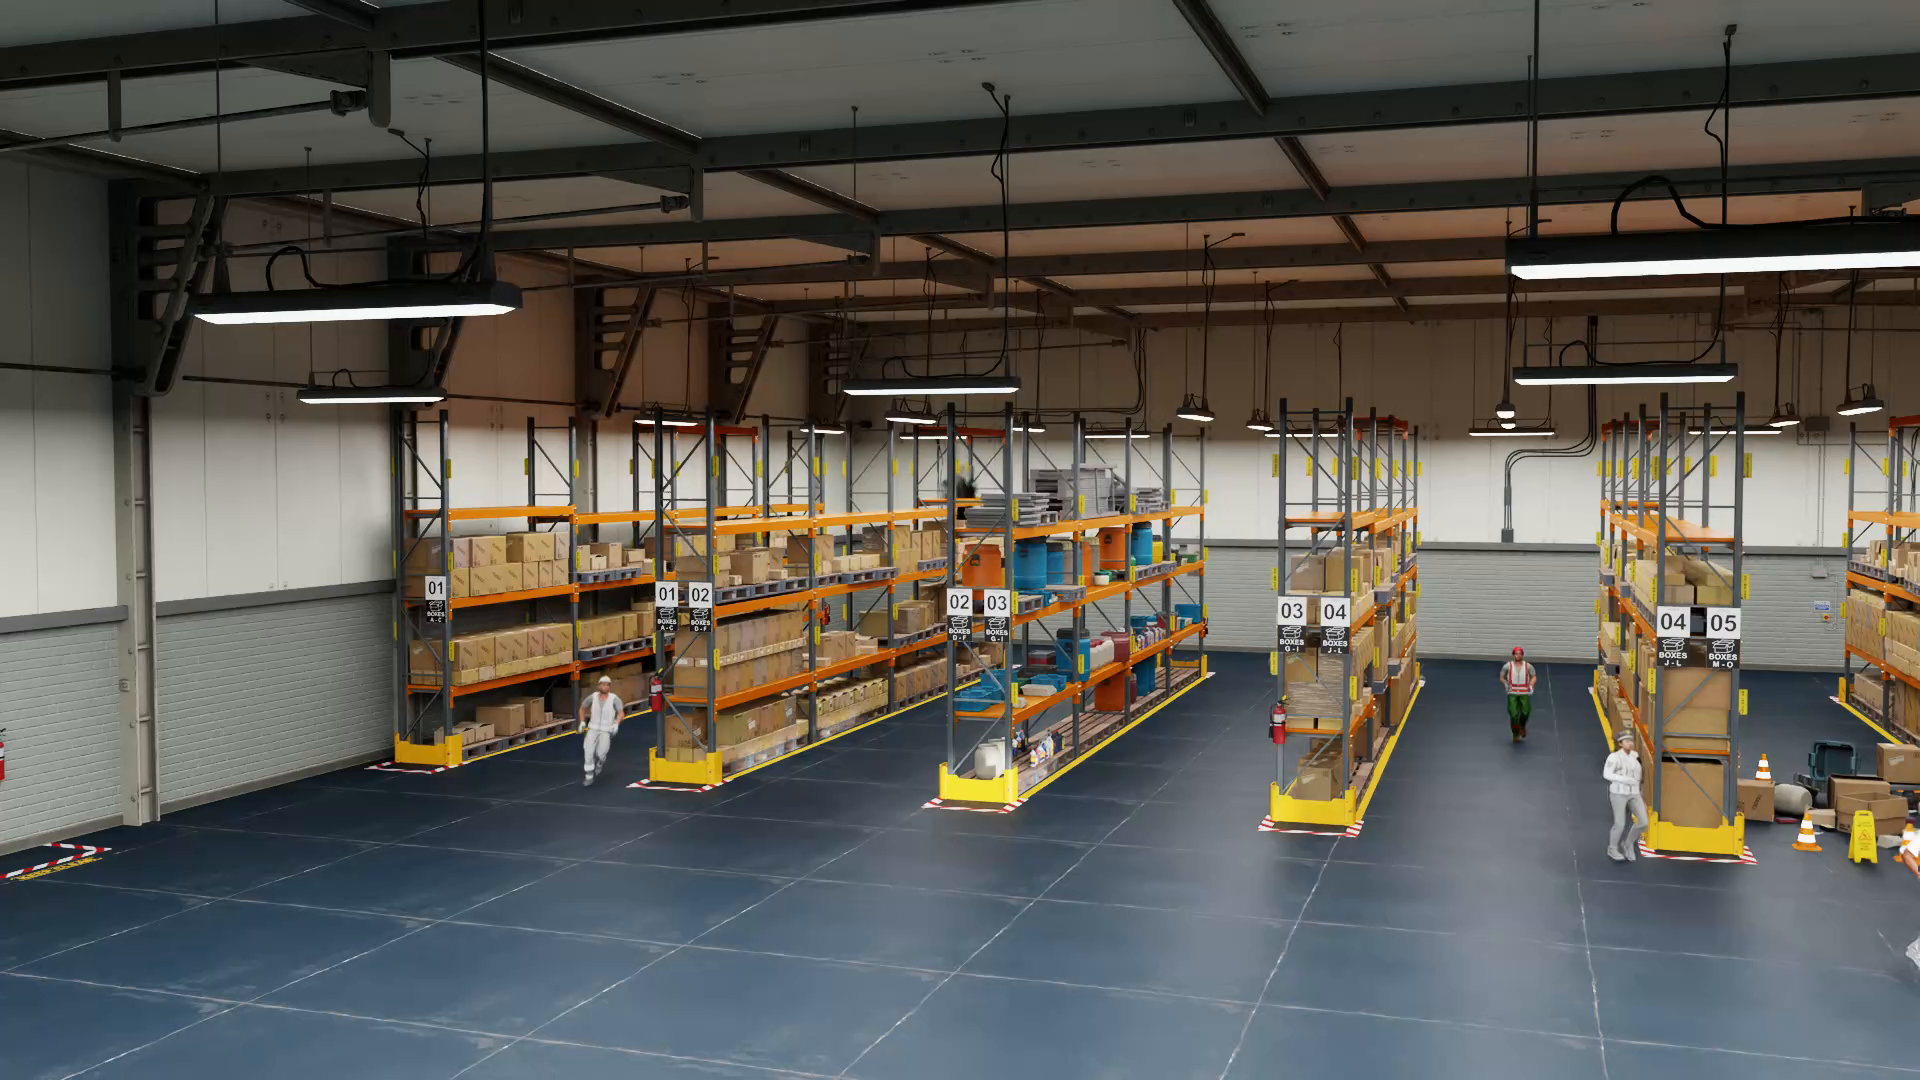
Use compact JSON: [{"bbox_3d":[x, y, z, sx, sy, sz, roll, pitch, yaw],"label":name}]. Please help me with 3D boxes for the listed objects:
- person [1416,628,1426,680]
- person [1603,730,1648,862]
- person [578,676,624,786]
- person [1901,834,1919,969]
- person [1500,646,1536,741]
[{"bbox_3d":[10.675,2.461,39.653,0.897,1.682,0.654,2,3,32],"label":"person"},{"bbox_3d":[8.490,3.256,21.138,0.625,1.698,0.587,-1,2,-12],"label":"person"},{"bbox_3d":[-5.703,3.017,26.416,0.703,1.727,0.573,0,2,-4],"label":"person"},{"bbox_3d":[9.529,3.415,16.062,0.688,1.789,0.841,-1,3,-29],"label":"person"},{"bbox_3d":[10.218,2.822,30.433,0.649,1.739,0.604,1,3,15],"label":"person"}]
